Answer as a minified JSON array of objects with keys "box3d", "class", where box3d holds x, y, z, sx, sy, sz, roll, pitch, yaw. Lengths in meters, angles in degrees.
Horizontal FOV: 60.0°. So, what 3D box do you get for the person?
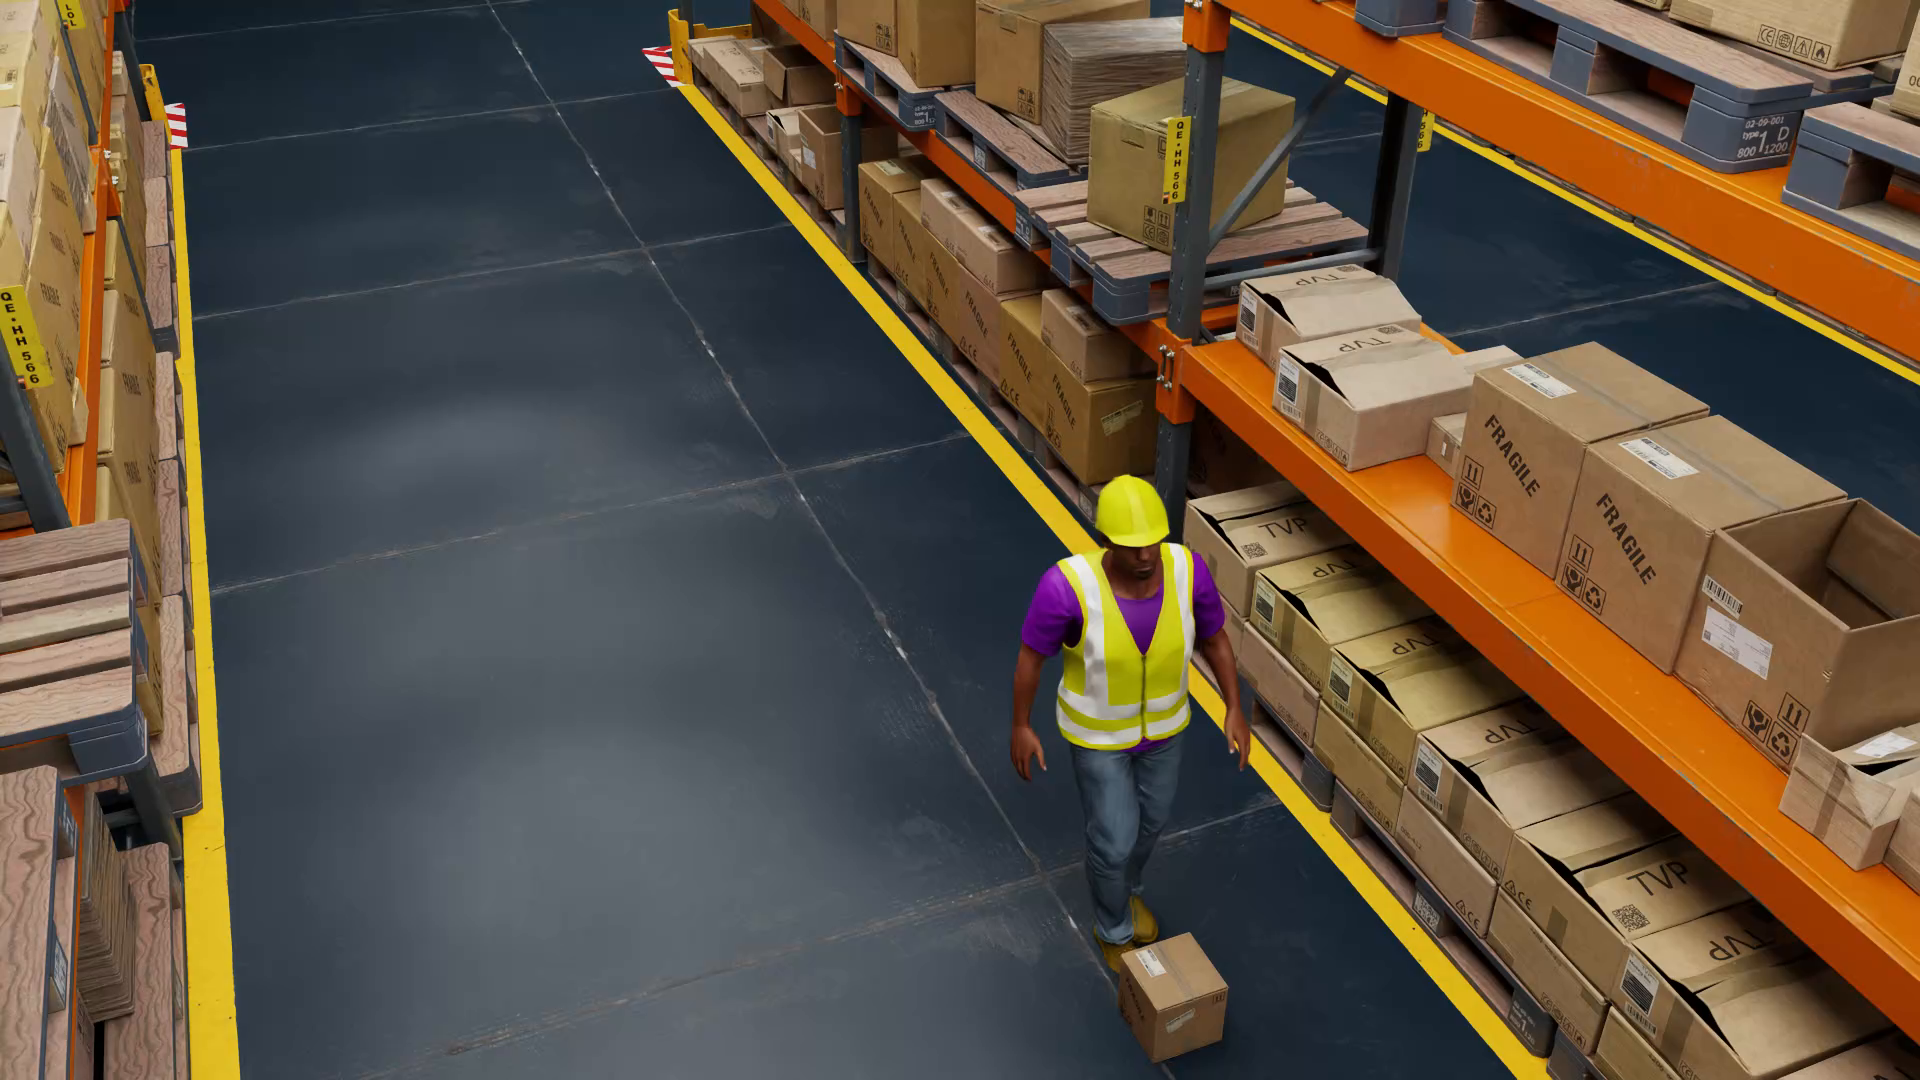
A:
[{"box3d":[0.538,0.633,5.214,0.718,1.822,0.502,-12,35,-18],"class":"person"}]
